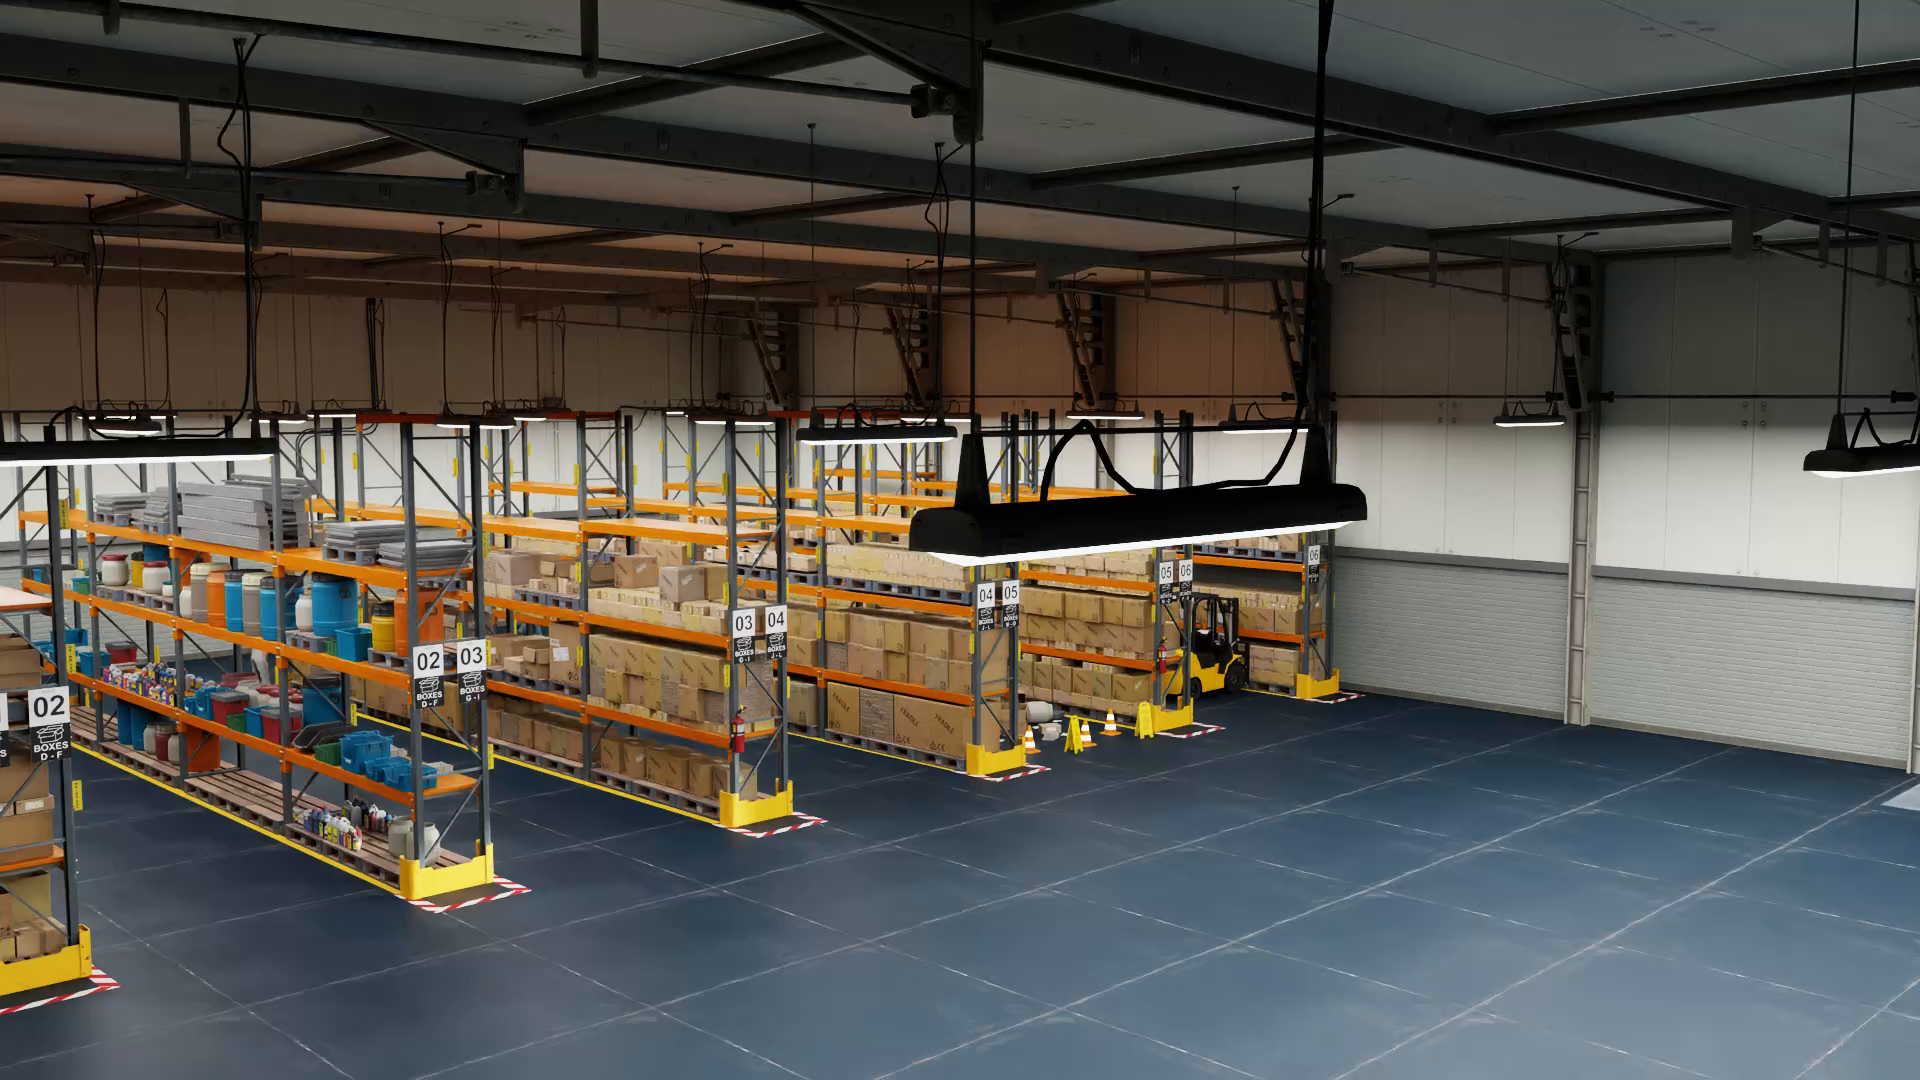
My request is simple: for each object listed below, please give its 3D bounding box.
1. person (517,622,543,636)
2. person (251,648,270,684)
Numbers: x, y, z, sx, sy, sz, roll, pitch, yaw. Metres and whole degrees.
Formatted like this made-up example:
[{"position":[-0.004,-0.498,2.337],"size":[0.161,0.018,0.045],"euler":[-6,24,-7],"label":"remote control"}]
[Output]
[{"position":[-10.814,1.840,41.860],"size":[1.031,1.731,0.638],"euler":[-1,5,-8],"label":"person"},{"position":[-14.427,2.502,34.376],"size":[0.495,1.673,0.402],"euler":[4,6,40],"label":"person"}]
